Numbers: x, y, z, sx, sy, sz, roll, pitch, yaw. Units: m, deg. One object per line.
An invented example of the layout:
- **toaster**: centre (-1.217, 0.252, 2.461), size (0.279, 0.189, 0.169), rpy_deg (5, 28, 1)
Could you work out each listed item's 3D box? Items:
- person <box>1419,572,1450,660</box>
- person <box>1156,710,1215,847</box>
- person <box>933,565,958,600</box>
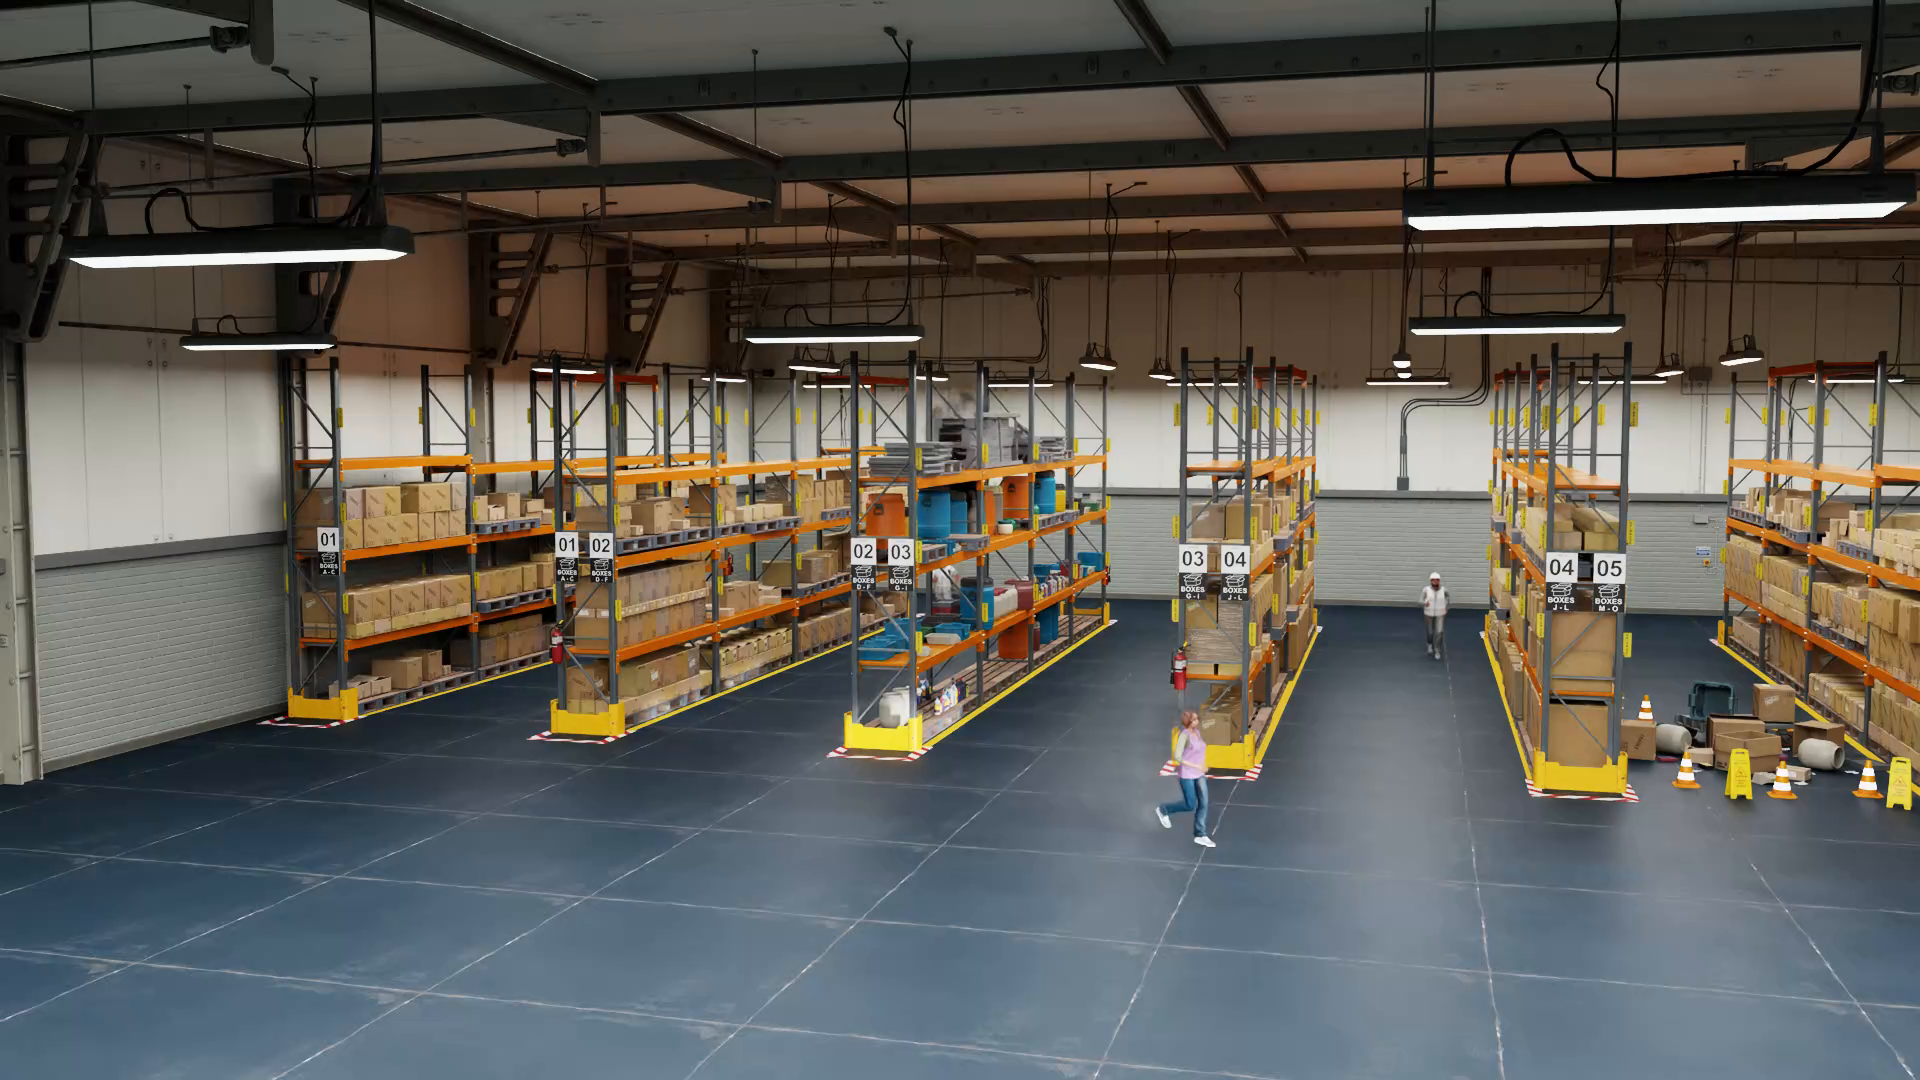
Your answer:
- **person**: centre (9.907, 1.555, 34.726), size (0.632, 1.776, 0.954), rpy_deg (1, 4, 14)
- **person**: centre (2.683, 2.830, 19.589), size (0.779, 1.492, 0.536), rpy_deg (3, 5, 40)
- **person**: centre (-0.402, 1.236, 39.229), size (0.652, 1.833, 0.771), rpy_deg (1, 4, 10)
